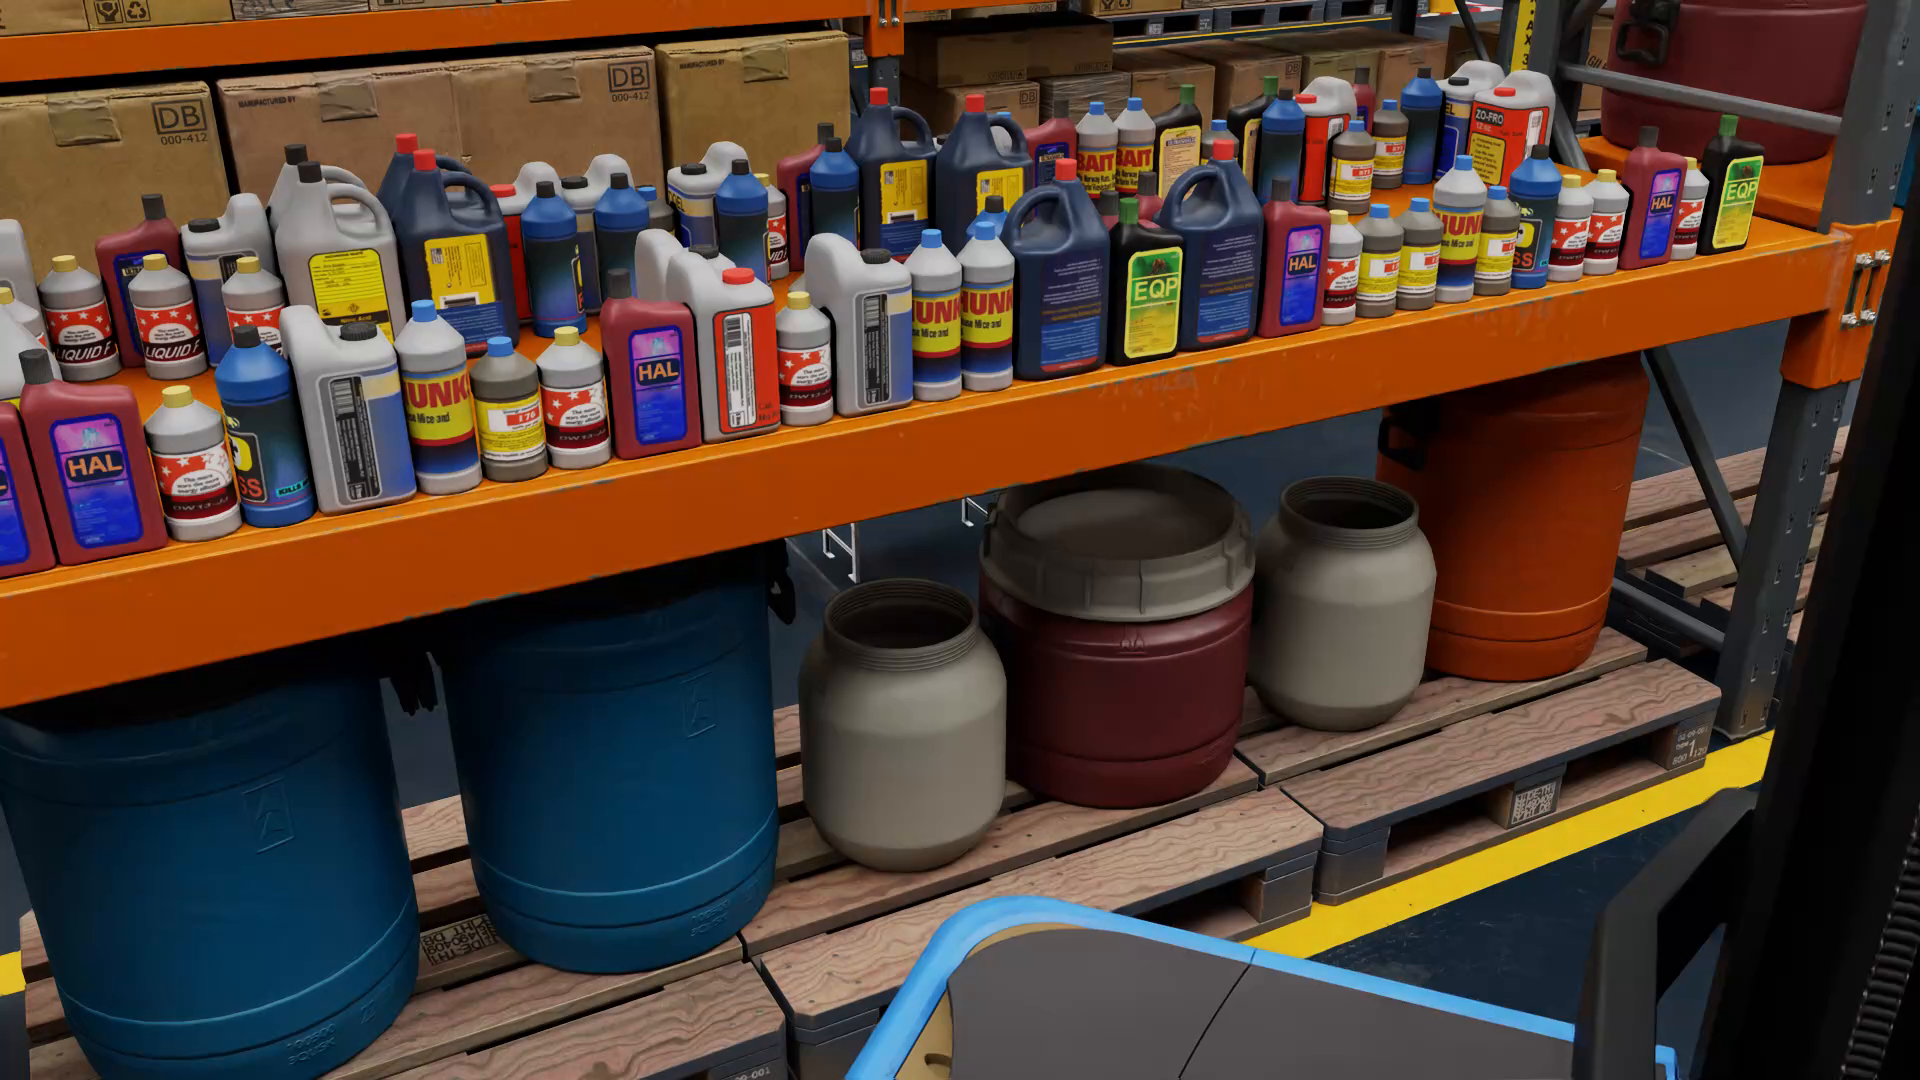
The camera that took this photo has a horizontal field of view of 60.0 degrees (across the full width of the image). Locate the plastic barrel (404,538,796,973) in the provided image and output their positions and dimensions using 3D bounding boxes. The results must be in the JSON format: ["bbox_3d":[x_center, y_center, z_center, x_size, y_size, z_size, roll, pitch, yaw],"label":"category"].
[{"bbox_3d":[-0.657,0.280,3.139,0.708,0.901,0.600,-13,29,-25],"label":"plastic barrel"}]

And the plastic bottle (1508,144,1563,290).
[{"bbox_3d":[1.118,-0.636,3.257,0.097,0.271,0.097,0,26,0],"label":"plastic bottle"}]

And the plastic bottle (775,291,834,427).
[{"bbox_3d":[-0.250,-0.289,2.615,0.097,0.201,0.097,0,26,0],"label":"plastic bottle"}]

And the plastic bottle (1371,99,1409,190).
[{"bbox_3d":[1.025,-0.955,4.003,0.097,0.201,0.097,0,26,0],"label":"plastic bottle"}]

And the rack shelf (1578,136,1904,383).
[{"bbox_3d":[3.524,-1.125,4.959,4.000,0.370,1.077,-13,29,-25],"label":"rack shelf"}]

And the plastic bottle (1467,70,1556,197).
[{"bbox_3d":[1.297,-0.964,3.935,0.135,0.276,0.152,-13,29,-25],"label":"plastic bottle"}]

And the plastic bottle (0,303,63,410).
[{"bbox_3d":[-1.271,-0.162,2.178,0.185,0.351,0.144,-13,29,-25],"label":"plastic bottle"}]

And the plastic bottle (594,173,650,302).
[{"bbox_3d":[-0.613,-0.534,3.045,0.097,0.271,0.097,0,26,0],"label":"plastic bottle"}]

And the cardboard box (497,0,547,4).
[{"bbox_3d":[-1.789,-2.578,7.037,0.500,0.500,0.500,-14,29,-27],"label":"cardboard box"}]

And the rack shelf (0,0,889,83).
[{"bbox_3d":[-2.336,-2.202,7.202,4.000,0.370,1.077,-13,29,-25],"label":"rack shelf"}]

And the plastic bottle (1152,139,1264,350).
[{"bbox_3d":[0.435,-0.526,2.936,0.185,0.351,0.144,-13,29,-25],"label":"plastic bottle"}]

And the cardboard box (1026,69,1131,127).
[{"bbox_3d":[0.494,-2.267,8.887,0.500,0.500,0.700,-16,30,-29],"label":"cardboard box"}]

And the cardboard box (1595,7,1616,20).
[{"bbox_3d":[4.343,-3.153,10.755,0.500,0.500,0.500,-16,30,-30],"label":"cardboard box"}]

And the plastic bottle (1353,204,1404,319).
[{"bbox_3d":[0.774,-0.525,3.107,0.097,0.201,0.097,0,26,0],"label":"plastic bottle"}]

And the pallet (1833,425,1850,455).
[{"bbox_3d":[3.537,-0.175,5.371,1.213,0.211,1.003,-13,29,-25],"label":"pallet"}]

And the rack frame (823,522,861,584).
[{"bbox_3d":[-0.361,-0.457,4.817,0.015,1.200,0.240,-13,29,-25],"label":"rack frame"}]

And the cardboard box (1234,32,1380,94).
[{"bbox_3d":[1.977,-2.613,9.607,0.500,0.500,0.700,-13,29,-25],"label":"cardboard box"}]

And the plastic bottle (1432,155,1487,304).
[{"bbox_3d":[0.946,-0.596,3.175,0.097,0.271,0.097,0,26,0],"label":"plastic bottle"}]

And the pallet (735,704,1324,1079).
[{"bbox_3d":[0.008,0.638,3.677,1.213,0.211,1.003,-13,29,-25],"label":"pallet"}]

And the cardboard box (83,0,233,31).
[{"bbox_3d":[-3.134,-2.265,6.387,0.500,0.500,0.500,-13,29,-25],"label":"cardboard box"}]

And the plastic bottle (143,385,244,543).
[{"bbox_3d":[-1.035,-0.108,2.238,0.097,0.201,0.097,0,26,0],"label":"plastic bottle"}]

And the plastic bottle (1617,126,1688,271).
[{"bbox_3d":[1.400,-0.697,3.372,0.133,0.283,0.061,-13,29,-25],"label":"plastic bottle"}]

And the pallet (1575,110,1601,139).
[{"bbox_3d":[3.534,-2.642,10.508,1.213,0.211,1.003,-13,29,-25],"label":"pallet"}]

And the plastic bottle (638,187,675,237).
[{"bbox_3d":[-0.599,-0.580,3.223,0.097,0.201,0.097,0,26,0],"label":"plastic bottle"}]

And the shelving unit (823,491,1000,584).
[{"bbox_3d":[-0.146,-0.507,4.920,0.503,1.200,0.258,-13,29,-25],"label":"shelving unit"}]

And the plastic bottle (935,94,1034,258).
[{"bbox_3d":[0.050,-0.711,3.323,0.185,0.351,0.144,-13,29,-25],"label":"plastic bottle"}]

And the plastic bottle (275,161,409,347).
[{"bbox_3d":[-1.045,-0.463,2.805,0.185,0.351,0.144,-13,29,-25],"label":"plastic bottle"}]

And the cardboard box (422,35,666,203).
[{"bbox_3d":[-1.980,-1.854,7.616,0.875,0.875,1.225,-13,29,-25],"label":"cardboard box"}]

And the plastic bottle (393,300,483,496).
[{"bbox_3d":[-0.744,-0.206,2.362,0.097,0.271,0.097,0,26,0],"label":"plastic bottle"}]

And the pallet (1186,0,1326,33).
[{"bbox_3d":[2.499,-4.782,14.965,1.213,0.211,1.003,-13,29,-25],"label":"pallet"}]

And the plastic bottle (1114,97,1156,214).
[{"bbox_3d":[0.381,-0.838,3.679,0.097,0.271,0.097,0,26,0],"label":"plastic bottle"}]

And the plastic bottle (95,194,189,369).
[{"bbox_3d":[-1.392,-0.443,2.843,0.133,0.283,0.061,-13,29,-25],"label":"plastic bottle"}]

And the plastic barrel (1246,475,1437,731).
[{"bbox_3d":[0.880,0.145,3.871,0.421,0.512,0.421,0,26,0],"label":"plastic barrel"}]

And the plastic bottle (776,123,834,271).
[{"bbox_3d":[-0.301,-0.695,3.367,0.133,0.283,0.061,-13,29,-25],"label":"plastic bottle"}]

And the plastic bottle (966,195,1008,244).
[{"bbox_3d":[0.059,-0.462,2.896,0.097,0.271,0.097,0,26,0],"label":"plastic bottle"}]

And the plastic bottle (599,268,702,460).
[{"bbox_3d":[-0.462,-0.268,2.477,0.133,0.283,0.061,-13,29,-25],"label":"plastic bottle"}]

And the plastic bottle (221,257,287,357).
[{"bbox_3d":[-1.177,-0.372,2.790,0.097,0.201,0.097,0,26,0],"label":"plastic bottle"}]

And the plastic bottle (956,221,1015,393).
[{"bbox_3d":[0.041,-0.387,2.740,0.097,0.271,0.097,0,26,0],"label":"plastic bottle"}]

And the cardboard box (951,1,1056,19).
[{"bbox_3d":[0.208,-4.678,13.641,0.750,0.750,1.050,-13,29,-25],"label":"cardboard box"}]

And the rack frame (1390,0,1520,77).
[{"bbox_3d":[2.958,-3.749,9.592,0.127,3.000,1.000,-13,29,-25],"label":"rack frame"}]

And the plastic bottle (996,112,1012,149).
[{"bbox_3d":[0.091,-0.771,3.539,0.097,0.271,0.097,0,26,0],"label":"plastic bottle"}]

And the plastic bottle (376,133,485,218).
[{"bbox_3d":[-0.950,-0.555,2.998,0.185,0.351,0.144,-13,29,-25],"label":"plastic bottle"}]

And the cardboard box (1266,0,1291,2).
[{"bbox_3d":[2.900,-5.366,14.931,0.875,0.875,0.875,-13,29,-26],"label":"cardboard box"}]

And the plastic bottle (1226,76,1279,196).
[{"bbox_3d":[0.678,-0.921,3.837,0.133,0.283,0.061,-13,29,-25],"label":"plastic bottle"}]

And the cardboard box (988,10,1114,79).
[{"bbox_3d":[0.469,-2.603,8.720,0.500,0.250,0.500,-10,27,-19],"label":"cardboard box"}]
